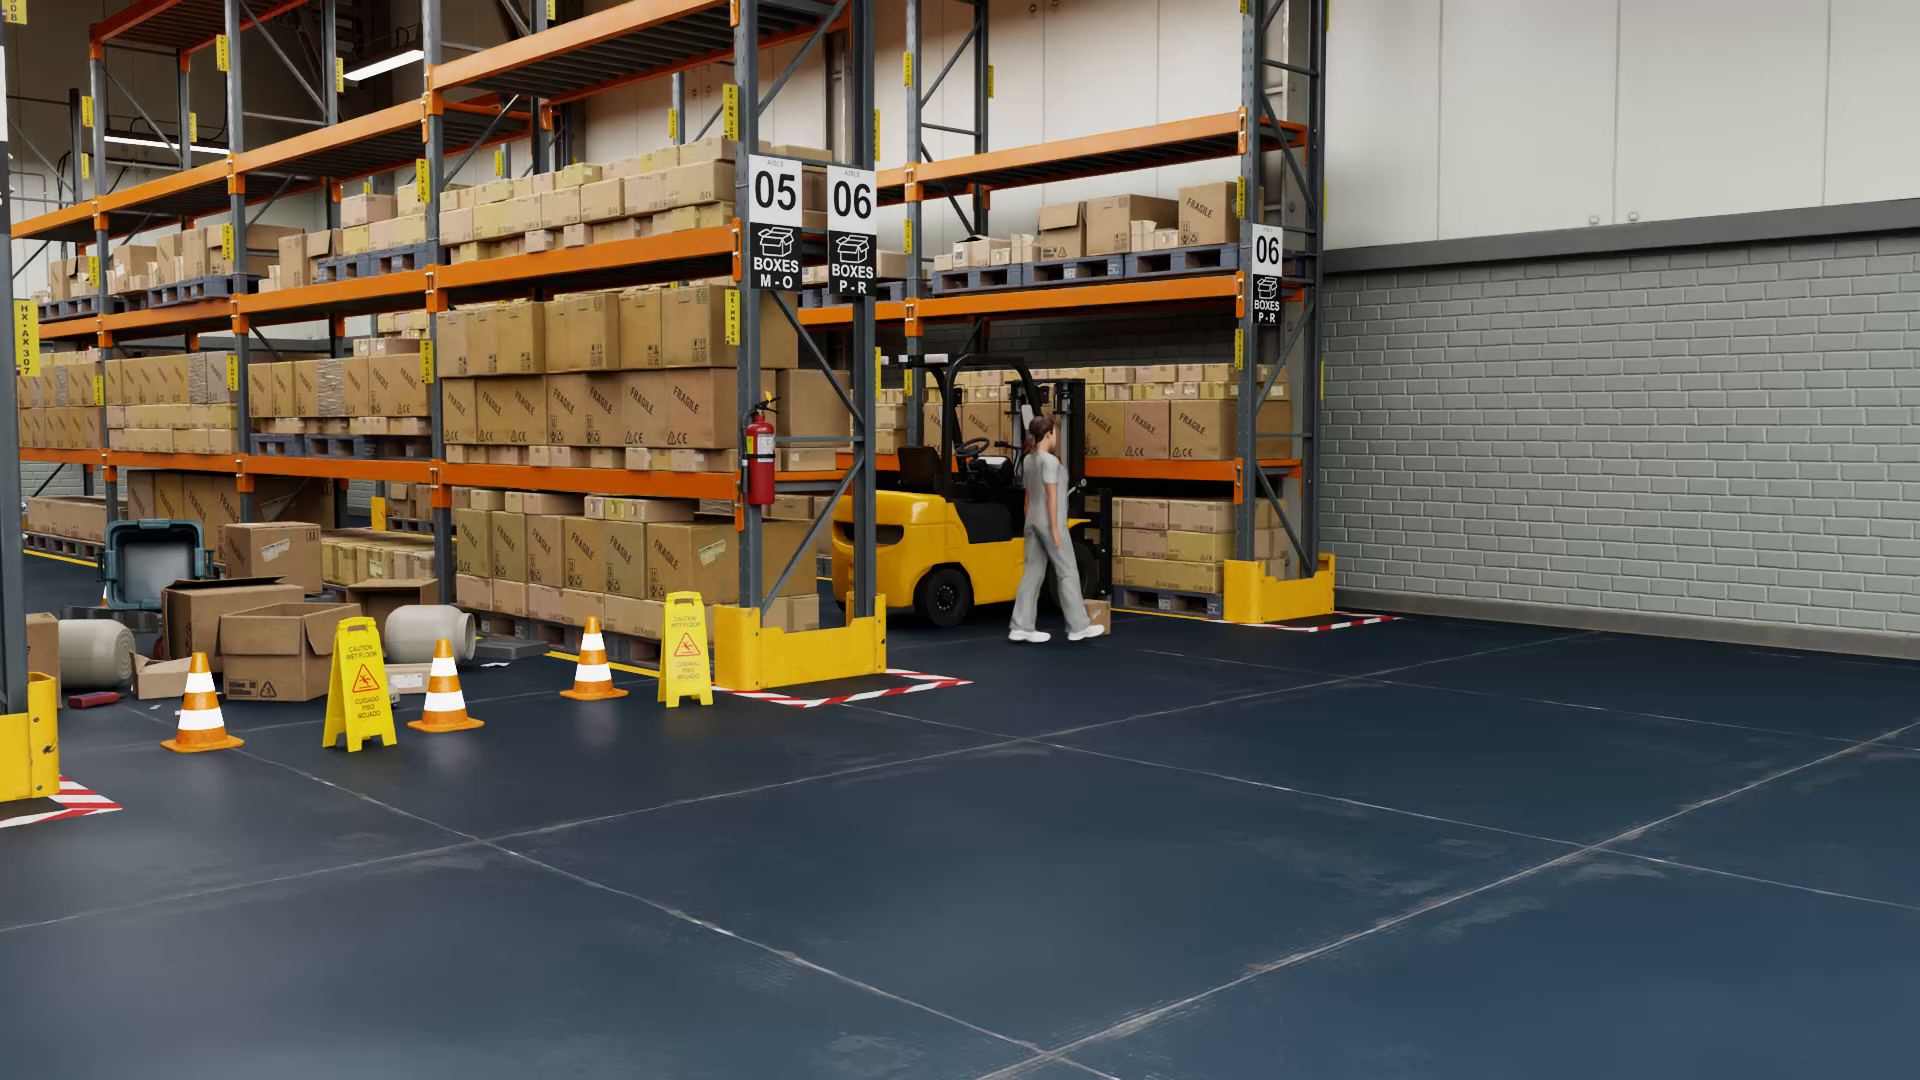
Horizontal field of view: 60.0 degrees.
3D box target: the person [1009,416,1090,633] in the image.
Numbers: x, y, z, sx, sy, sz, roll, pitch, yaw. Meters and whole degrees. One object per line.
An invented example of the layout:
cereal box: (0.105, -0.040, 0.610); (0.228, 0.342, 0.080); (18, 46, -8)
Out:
person: (0.649, -0.113, 12.194); (0.607, 1.592, 0.465); (-2, 5, -28)
